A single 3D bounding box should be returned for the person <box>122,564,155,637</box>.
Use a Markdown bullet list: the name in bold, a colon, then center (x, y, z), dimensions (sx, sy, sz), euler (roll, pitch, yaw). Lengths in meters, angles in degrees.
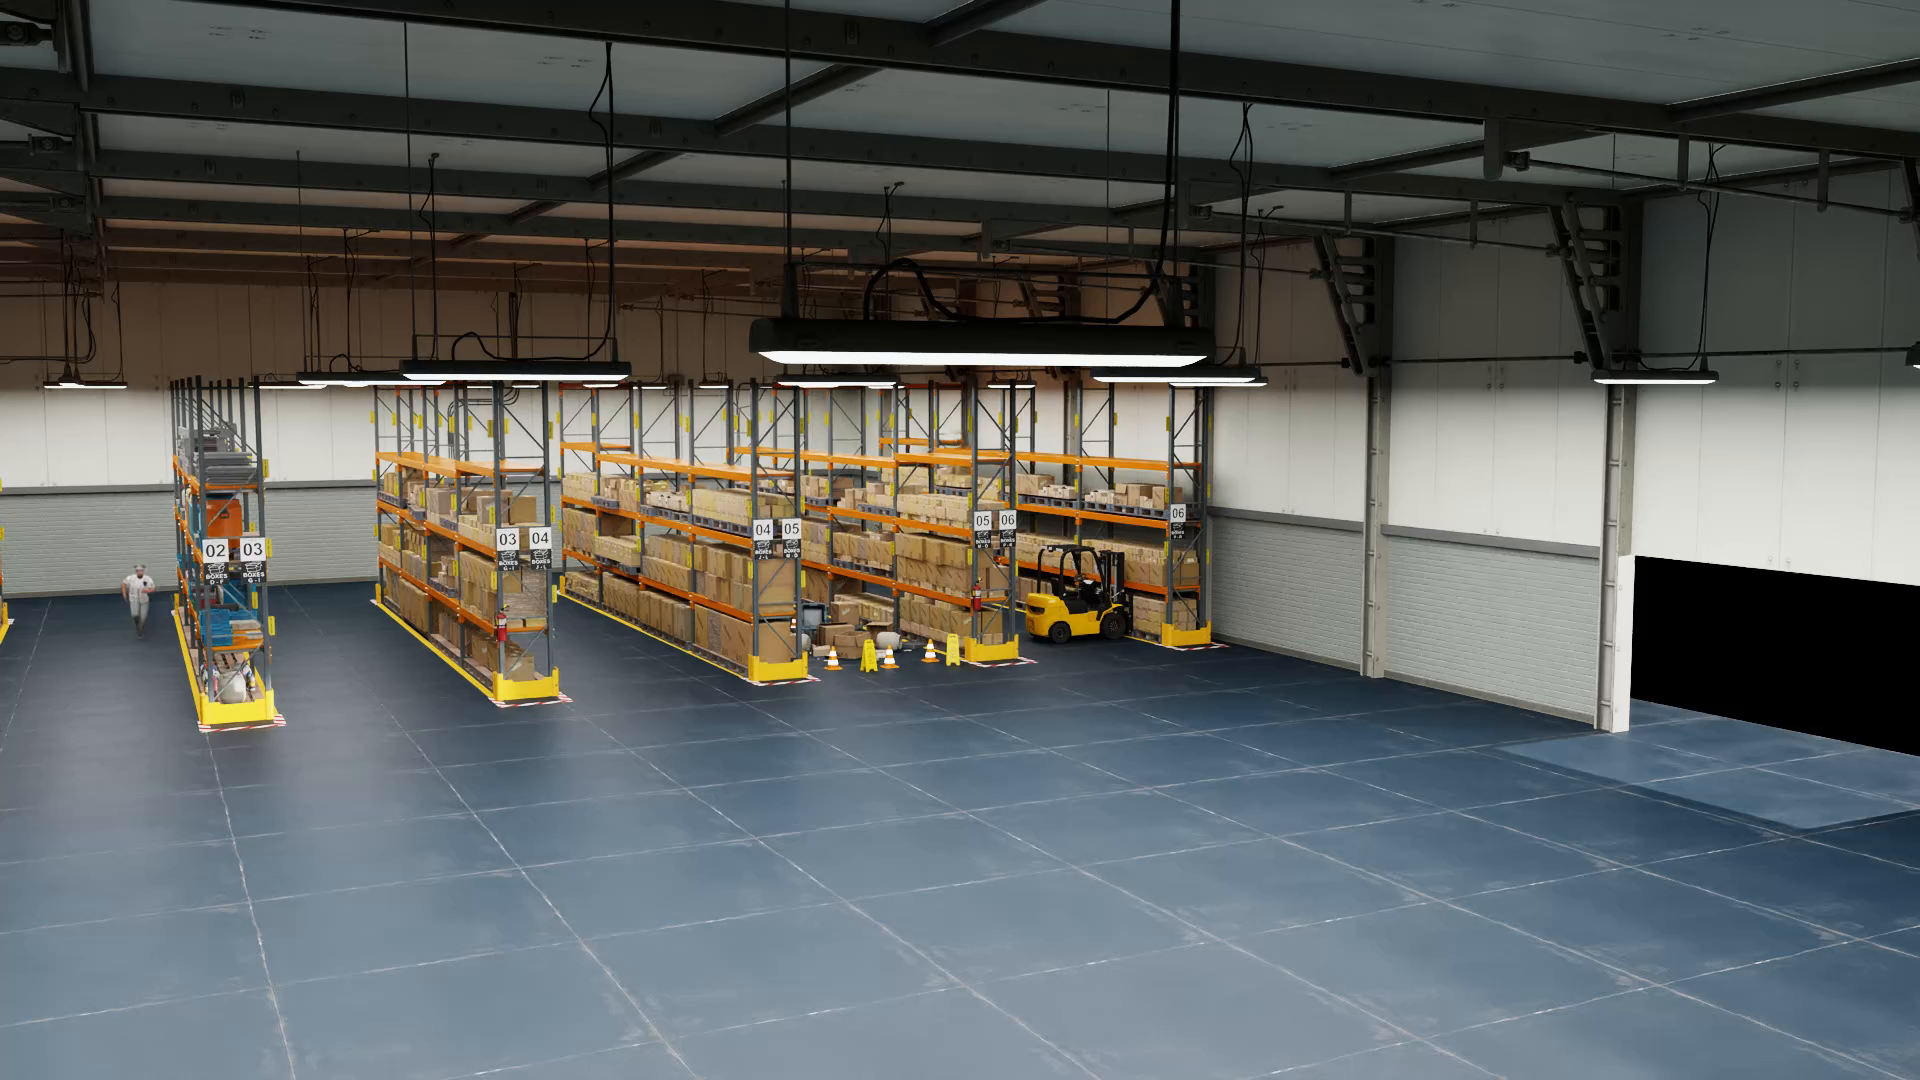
- **person**: center (-19.025, 1.417, 38.530), dimensions (0.701, 1.726, 0.774), euler (-2, 6, -23)
